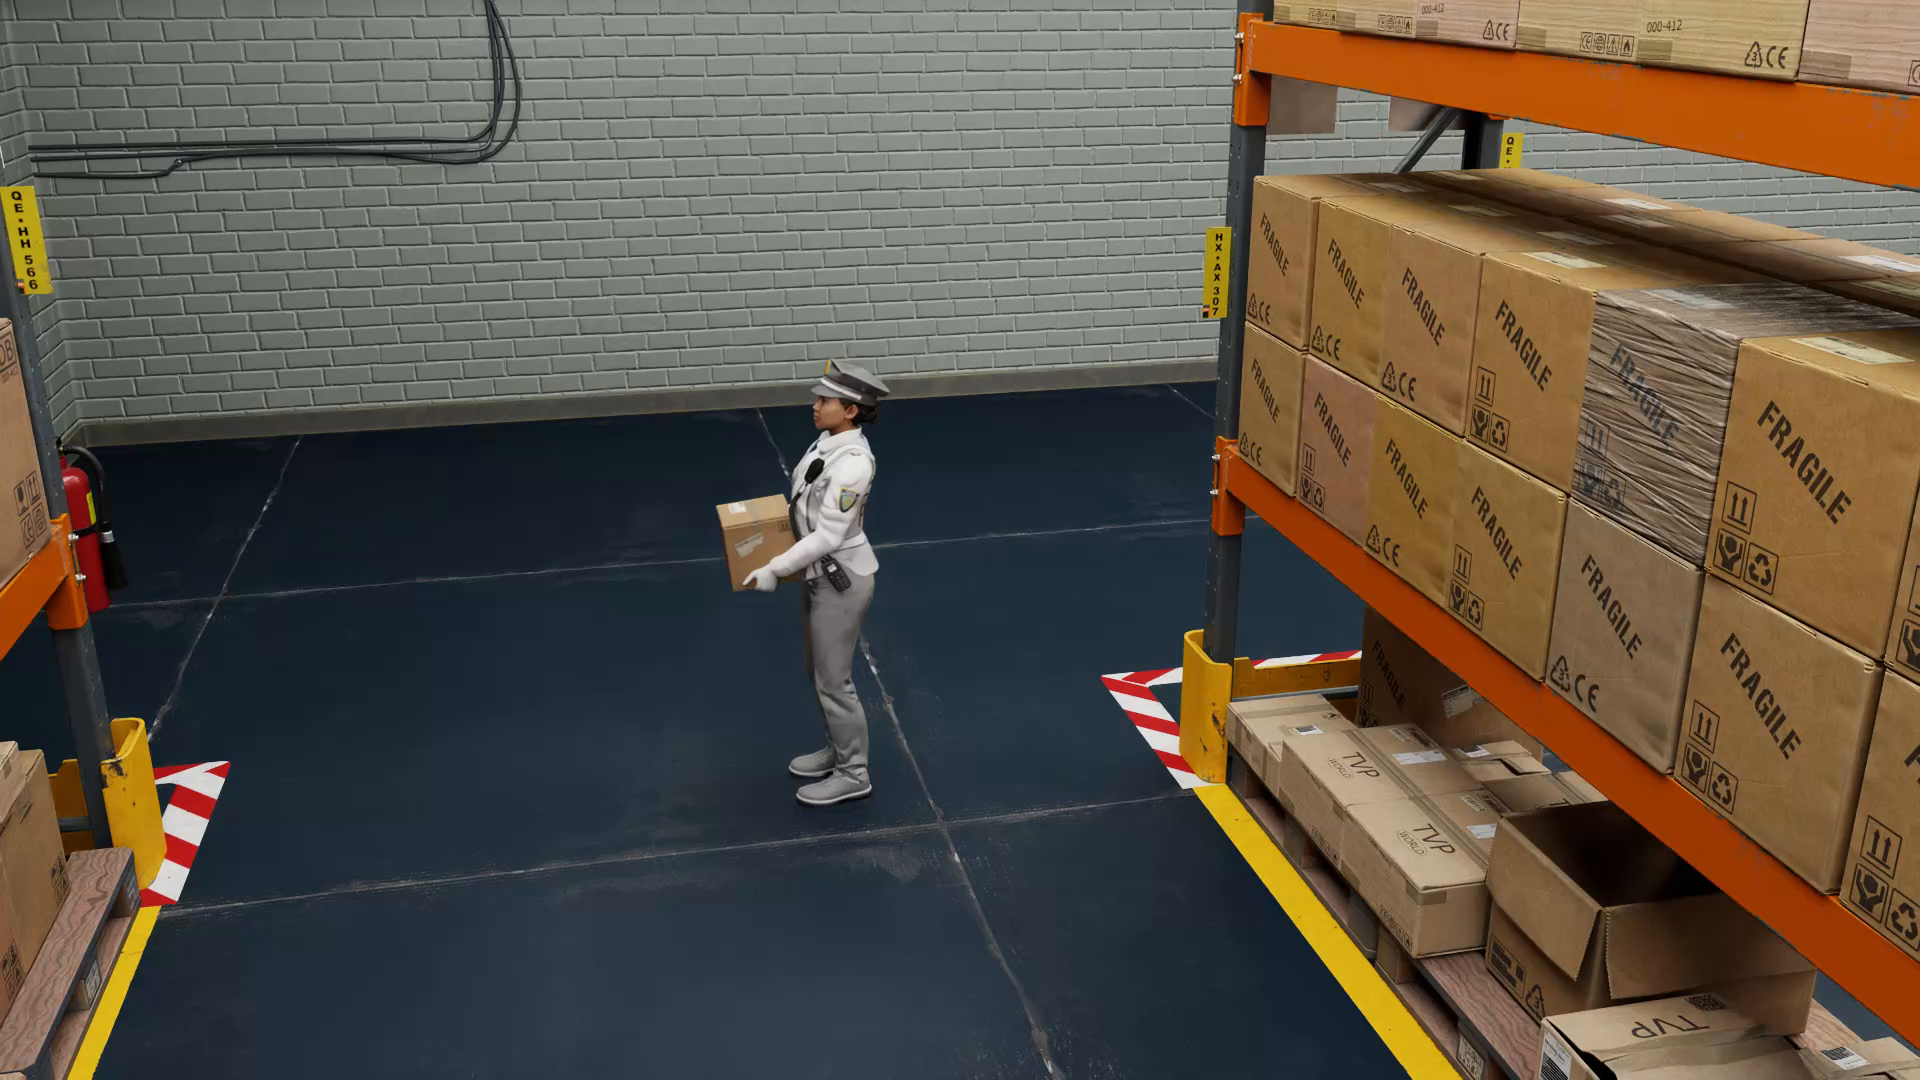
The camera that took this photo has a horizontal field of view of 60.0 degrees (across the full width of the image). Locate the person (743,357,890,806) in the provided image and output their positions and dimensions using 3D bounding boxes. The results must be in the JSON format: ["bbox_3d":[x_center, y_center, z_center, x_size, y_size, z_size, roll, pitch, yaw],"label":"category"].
[{"bbox_3d":[-0.531,0.149,6.116,0.556,1.686,0.454,-4,20,-12],"label":"person"}]
